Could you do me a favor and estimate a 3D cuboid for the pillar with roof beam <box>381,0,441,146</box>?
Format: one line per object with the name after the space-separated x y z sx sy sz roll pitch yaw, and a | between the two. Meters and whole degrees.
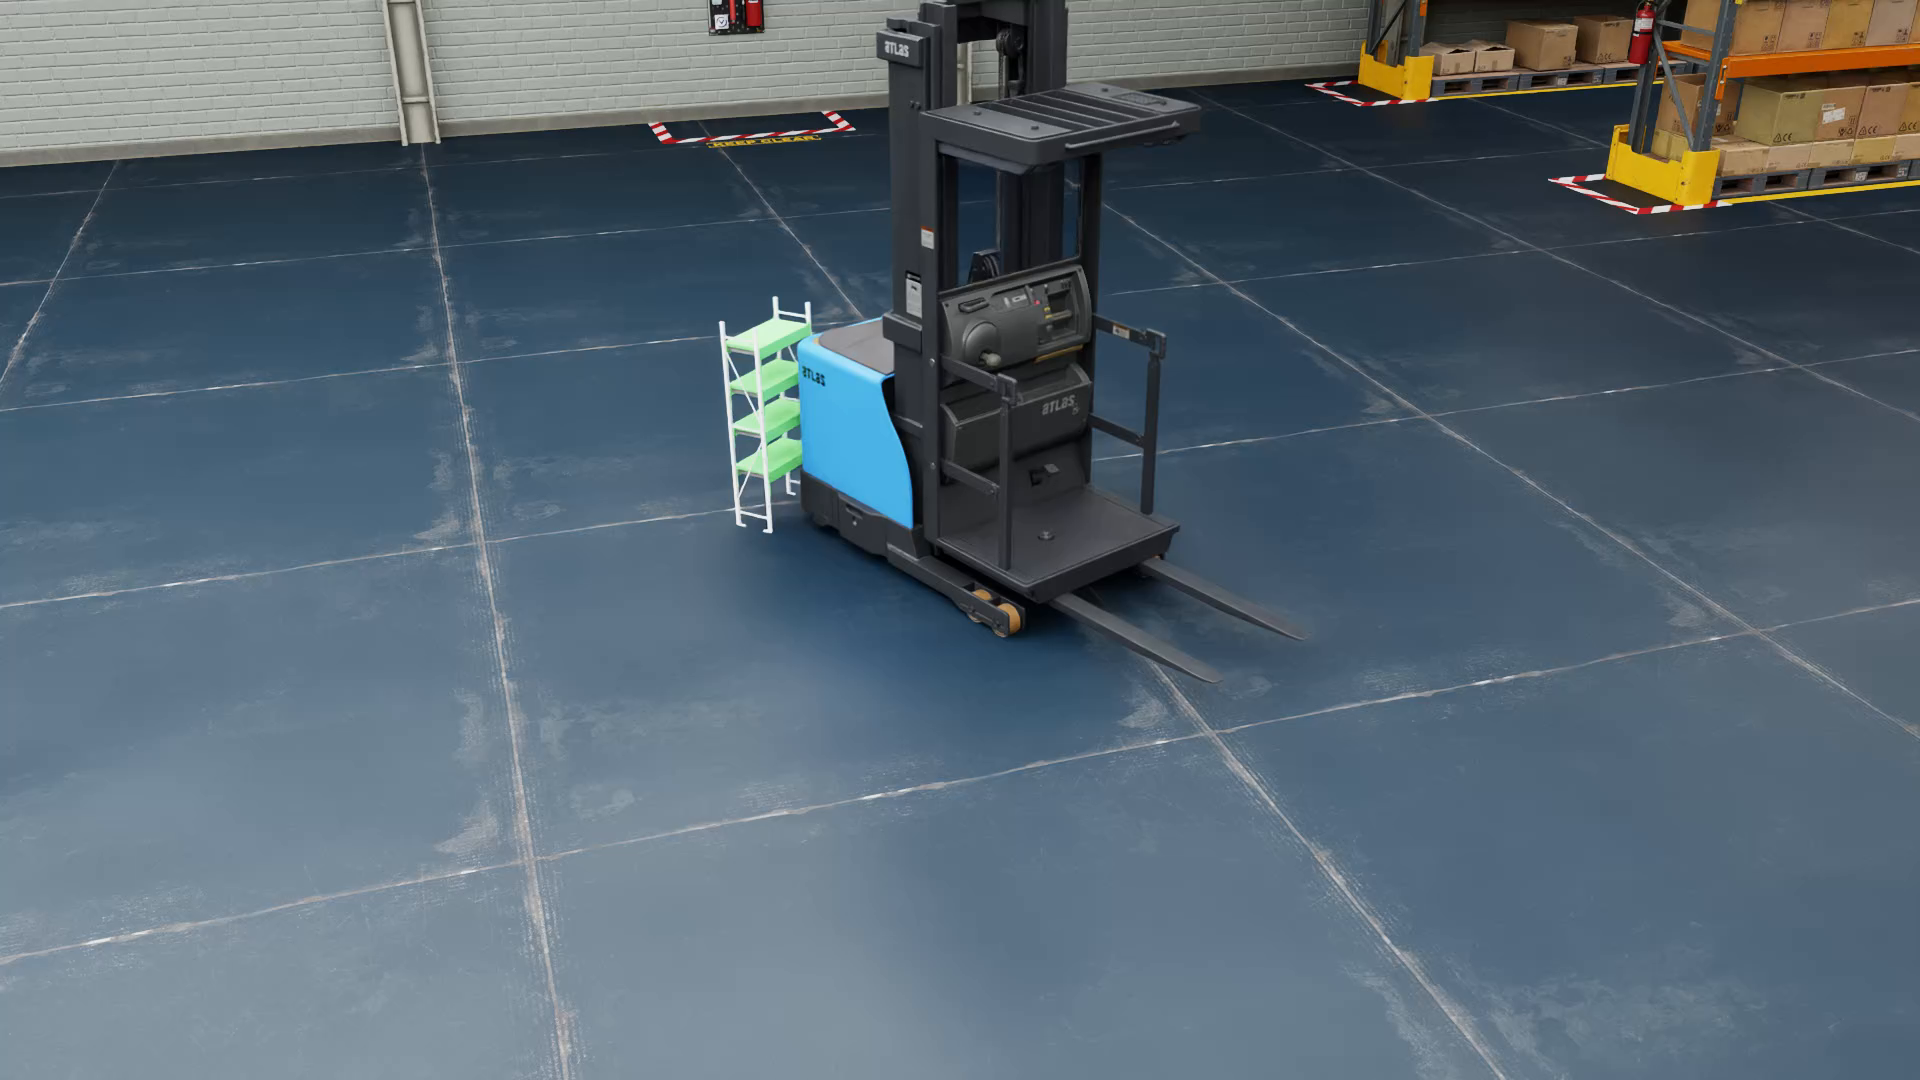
-4.464 -6.503 12.229 0.400 9.000 9.100 -8 28 -16 | pillar with roof beam

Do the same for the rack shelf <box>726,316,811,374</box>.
-1.055 -1.075 9.122 0.258 0.148 0.480 13 29 27 | rack shelf

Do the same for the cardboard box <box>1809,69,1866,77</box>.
8.592 -4.437 16.590 0.500 0.500 0.500 -8 28 -16 | cardboard box

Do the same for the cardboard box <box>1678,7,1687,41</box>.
9.713 -6.563 21.413 0.500 0.500 0.700 -7 27 -14 | cardboard box

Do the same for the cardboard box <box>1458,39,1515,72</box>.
6.443 -5.955 20.400 0.500 0.311 0.500 -6 27 -12 | cardboard box

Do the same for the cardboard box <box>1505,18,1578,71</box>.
7.156 -6.119 20.519 0.500 0.500 0.700 -10 28 -19 | cardboard box

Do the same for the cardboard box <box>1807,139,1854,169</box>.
8.281 -3.808 16.167 0.500 0.250 0.500 -8 28 -16 | cardboard box

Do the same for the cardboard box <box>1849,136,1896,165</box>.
8.758 -3.875 16.301 0.500 0.250 0.500 -8 28 -16 | cardboard box

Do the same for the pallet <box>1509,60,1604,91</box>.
7.229 -5.851 20.798 1.213 0.211 1.003 -8 28 -16 | pallet

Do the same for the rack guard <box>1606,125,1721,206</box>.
6.730 -3.609 15.958 0.348 0.500 1.175 -8 28 -16 | rack guard

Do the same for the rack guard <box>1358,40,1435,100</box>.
5.287 -5.717 20.204 0.348 0.500 1.175 -8 28 -16 | rack guard

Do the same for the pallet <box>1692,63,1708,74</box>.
9.758 -6.236 21.574 1.213 0.211 1.003 -8 28 -16 | pallet

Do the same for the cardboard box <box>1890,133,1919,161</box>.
9.233 -3.944 16.440 0.500 0.250 0.500 -8 28 -16 | cardboard box

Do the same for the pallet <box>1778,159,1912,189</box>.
8.625 -3.773 16.612 1.213 0.211 1.003 -8 28 -16 | pallet

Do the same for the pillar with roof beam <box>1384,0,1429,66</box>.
6.946 -8.155 15.557 0.400 9.000 9.100 -8 28 -16 | pillar with roof beam

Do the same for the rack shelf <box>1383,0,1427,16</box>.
7.117 -6.780 20.342 4.000 0.370 1.077 -8 28 -16 | rack shelf

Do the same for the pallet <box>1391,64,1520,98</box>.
6.071 -5.685 20.463 1.213 0.211 1.003 -8 28 -16 | pallet

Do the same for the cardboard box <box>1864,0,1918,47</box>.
8.672 -5.050 15.937 0.500 0.500 0.700 -7 27 -15 | cardboard box

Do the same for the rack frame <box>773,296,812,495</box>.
-0.925 -0.794 9.493 0.240 1.200 0.015 13 29 27 | rack frame

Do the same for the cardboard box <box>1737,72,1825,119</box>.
8.117 -4.368 16.452 0.500 0.500 0.500 -8 28 -16 | cardboard box

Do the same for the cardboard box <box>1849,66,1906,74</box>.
9.067 -4.506 16.730 0.500 0.500 0.500 -8 28 -16 | cardboard box

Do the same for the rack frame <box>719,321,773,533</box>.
-1.169 -0.606 9.114 0.240 1.200 0.015 13 29 27 | rack frame

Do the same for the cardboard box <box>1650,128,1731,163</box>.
7.171 -3.888 16.328 0.500 0.250 0.500 -8 28 -16 | cardboard box

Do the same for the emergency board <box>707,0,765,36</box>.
-2.454 -6.138 18.241 0.643 1.169 0.194 -8 28 -16 | emergency board

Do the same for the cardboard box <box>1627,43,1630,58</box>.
8.519 -6.219 21.095 0.250 0.166 0.380 -12 29 -23 | cardboard box

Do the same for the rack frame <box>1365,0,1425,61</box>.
5.215 -6.826 19.627 0.127 3.000 1.000 -8 28 -16 | rack frame

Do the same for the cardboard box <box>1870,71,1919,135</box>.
9.229 -4.285 16.284 0.500 0.500 0.500 -8 28 -16 | cardboard box

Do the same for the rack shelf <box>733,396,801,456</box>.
-1.046 -0.642 9.331 0.258 0.148 0.480 13 29 27 | rack shelf

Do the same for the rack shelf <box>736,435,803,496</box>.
-1.041 -0.426 9.435 0.258 0.148 0.480 13 29 27 | rack shelf

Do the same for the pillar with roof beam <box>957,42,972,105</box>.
1.241 -7.329 13.893 0.400 9.000 9.100 -8 28 -16 | pillar with roof beam

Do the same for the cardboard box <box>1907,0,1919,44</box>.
9.158 -5.121 16.080 0.500 0.500 0.700 -8 27 -15 | cardboard box

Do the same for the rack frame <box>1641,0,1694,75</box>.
9.018 -7.377 20.736 0.127 3.000 1.000 -8 28 -16 | rack frame

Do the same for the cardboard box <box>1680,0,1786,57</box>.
7.200 -4.836 15.505 0.500 0.500 0.700 -8 28 -16 | cardboard box

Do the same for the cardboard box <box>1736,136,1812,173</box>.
7.806 -3.739 16.028 0.500 0.250 0.500 -8 28 -16 | cardboard box

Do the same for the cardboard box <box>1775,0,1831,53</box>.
7.698 -4.910 15.655 0.500 0.500 0.700 -8 27 -15 | cardboard box

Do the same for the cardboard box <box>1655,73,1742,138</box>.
7.170 -4.224 16.163 0.500 0.500 0.500 -8 28 -16 | cardboard box

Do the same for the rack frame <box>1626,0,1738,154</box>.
6.753 -4.732 15.409 0.127 3.000 1.000 -8 28 -16 | rack frame

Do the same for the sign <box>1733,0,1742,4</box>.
6.919 -4.920 14.725 0.005 0.325 0.100 -8 28 -16 | sign

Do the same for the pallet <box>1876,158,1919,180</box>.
9.787 -3.942 16.954 1.213 0.211 1.003 -8 28 -16 | pallet

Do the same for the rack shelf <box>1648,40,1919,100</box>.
8.654 -4.686 16.124 4.000 0.370 1.077 -8 28 -16 | rack shelf

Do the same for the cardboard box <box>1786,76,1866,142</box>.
8.278 -4.149 16.010 0.500 0.500 0.500 -8 28 -16 | cardboard box

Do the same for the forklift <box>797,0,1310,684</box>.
0.428 -1.082 8.133 1.130 2.935 3.031 -20 33 -35 | forklift

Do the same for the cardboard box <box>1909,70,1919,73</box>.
9.704 -4.355 16.426 0.500 0.500 0.500 -8 28 -16 | cardboard box

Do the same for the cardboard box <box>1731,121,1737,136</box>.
7.643 -3.962 16.476 0.500 0.250 0.500 -8 28 -16 | cardboard box

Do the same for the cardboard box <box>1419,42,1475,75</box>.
5.901 -5.876 20.242 0.500 0.311 0.500 -12 29 -22 | cardboard box

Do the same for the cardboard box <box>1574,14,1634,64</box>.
8.044 -6.295 20.873 0.500 0.500 0.500 -10 28 -20 | cardboard box

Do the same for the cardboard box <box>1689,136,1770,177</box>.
7.331 -3.669 15.886 0.500 0.250 0.500 -8 28 -16 | cardboard box

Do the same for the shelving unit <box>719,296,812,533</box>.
-1.047 -0.700 9.303 0.258 1.200 0.503 13 29 27 | shelving unit

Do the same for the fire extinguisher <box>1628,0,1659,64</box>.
6.496 -4.878 15.789 0.183 0.674 0.296 -8 28 -16 | fire extinguisher

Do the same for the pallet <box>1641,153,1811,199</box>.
7.467 -3.606 16.277 1.213 0.211 1.003 -8 28 -16 | pallet

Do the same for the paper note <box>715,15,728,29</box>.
-2.644 -5.748 18.446 0.142 0.148 0.016 -8 28 -16 | paper note

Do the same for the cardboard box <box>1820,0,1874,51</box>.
8.172 -4.976 15.788 0.500 0.500 0.700 -8 28 -16 | cardboard box

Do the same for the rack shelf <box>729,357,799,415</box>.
-1.050 -0.858 9.227 0.258 0.148 0.480 13 29 27 | rack shelf

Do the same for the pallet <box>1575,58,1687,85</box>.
8.391 -6.021 21.140 1.213 0.211 1.003 -8 28 -16 | pallet

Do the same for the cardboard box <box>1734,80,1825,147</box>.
7.806 -4.074 15.860 0.500 0.500 0.500 -8 28 -16 | cardboard box

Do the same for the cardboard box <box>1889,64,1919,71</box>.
9.545 -4.572 16.863 0.500 0.500 0.500 -8 28 -16 | cardboard box

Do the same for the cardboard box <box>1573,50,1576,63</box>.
7.491 -6.086 20.846 0.250 0.149 0.380 -11 28 -20 | cardboard box

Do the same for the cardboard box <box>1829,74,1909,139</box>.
8.758 -4.210 16.134 0.500 0.500 0.500 -8 28 -16 | cardboard box
